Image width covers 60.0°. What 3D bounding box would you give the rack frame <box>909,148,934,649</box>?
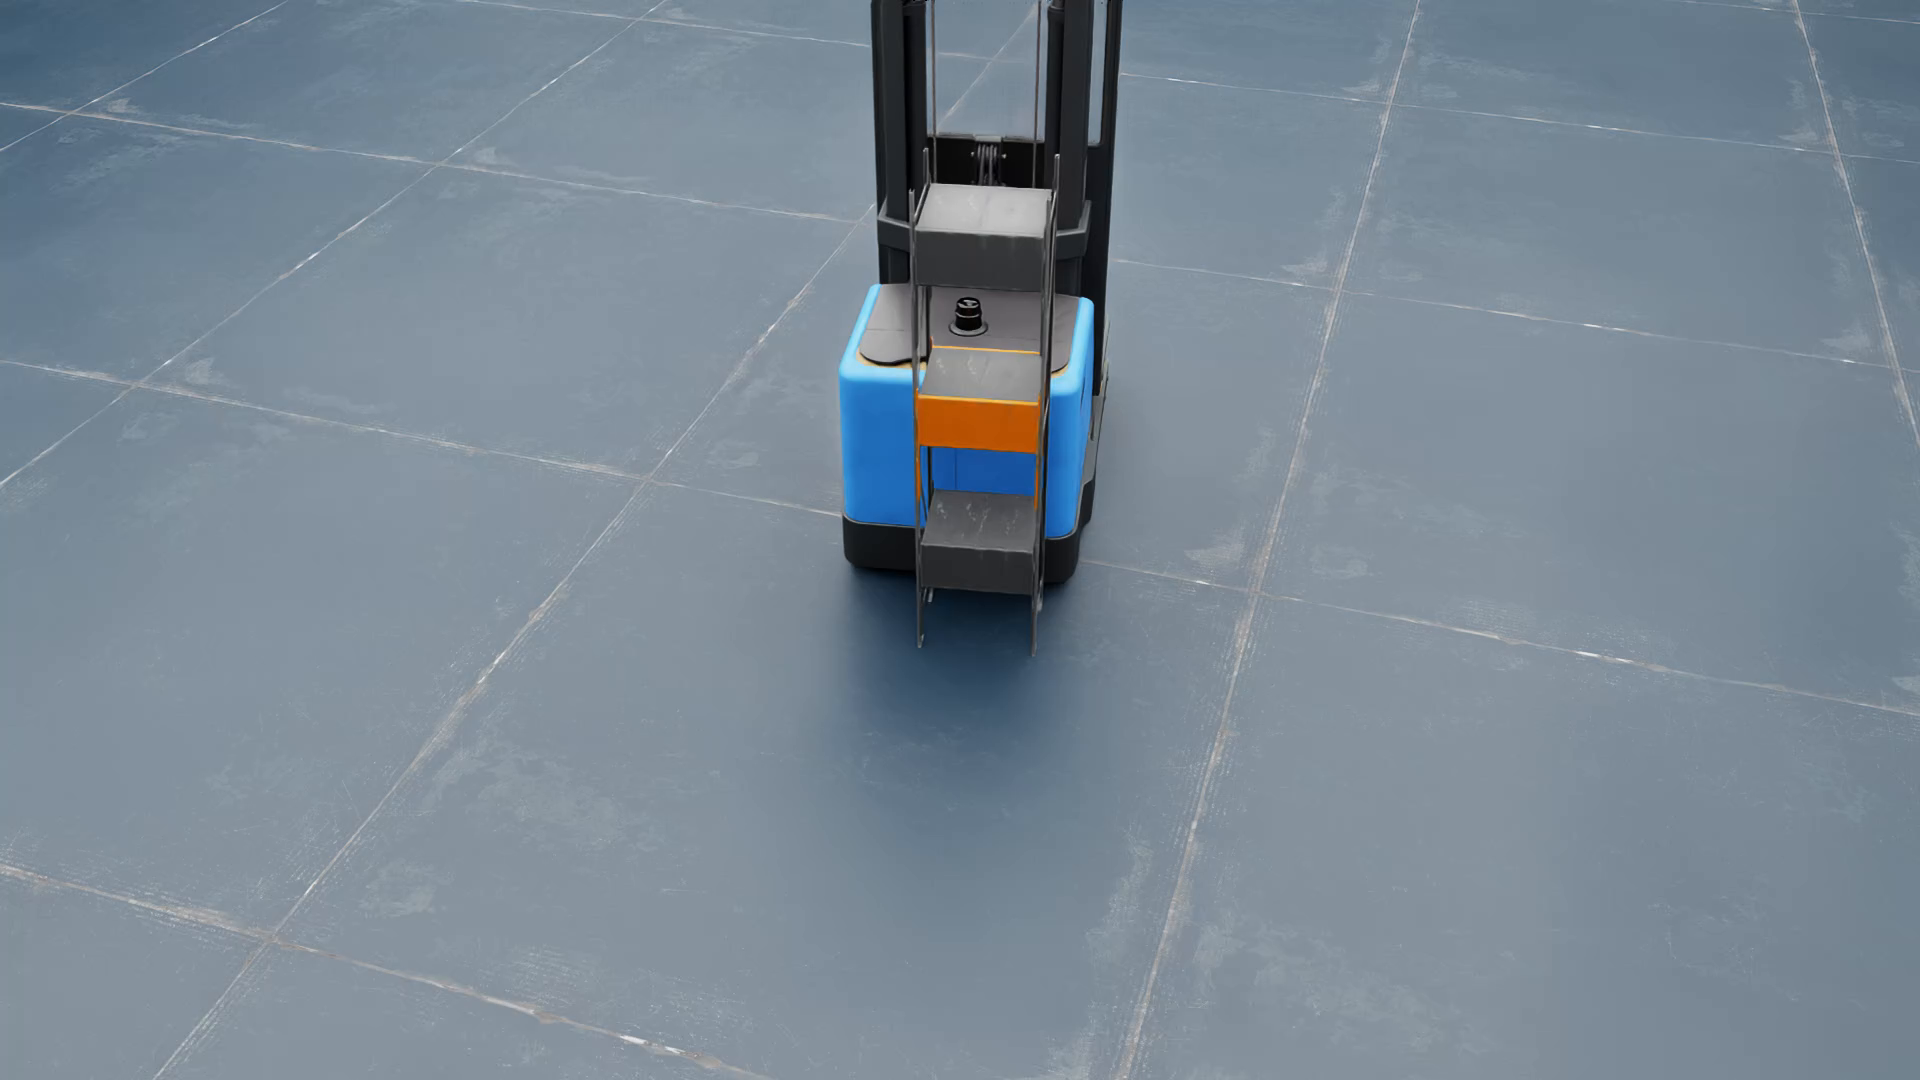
[{"bbox_3d":[-0.149,-0.497,6.654,0.015,2.100,0.400,4,37,6],"label":"rack frame"}]

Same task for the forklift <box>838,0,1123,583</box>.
[{"bbox_3d":[0.191,-1.856,7.799,1.130,2.935,3.031,5,37,6],"label":"forklift"}]

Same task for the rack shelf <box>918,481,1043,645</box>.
[{"bbox_3d":[0.093,0.095,7.053,0.480,0.518,0.431,4,37,6],"label":"rack shelf"}]

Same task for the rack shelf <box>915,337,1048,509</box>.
[{"bbox_3d":[0.093,-0.468,6.638,0.480,0.518,0.431,4,37,6],"label":"rack shelf"}]

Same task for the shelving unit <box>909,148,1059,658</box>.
[{"bbox_3d":[0.093,-0.479,6.630,0.503,2.100,0.431,4,37,6],"label":"shelving unit"}]

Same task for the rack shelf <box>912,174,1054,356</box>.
[{"bbox_3d":[0.093,-1.032,6.223,0.480,0.518,0.431,4,37,6],"label":"rack shelf"}]

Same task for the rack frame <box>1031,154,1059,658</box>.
[{"bbox_3d":[0.335,-0.461,6.606,0.015,2.100,0.400,4,37,6],"label":"rack frame"}]
